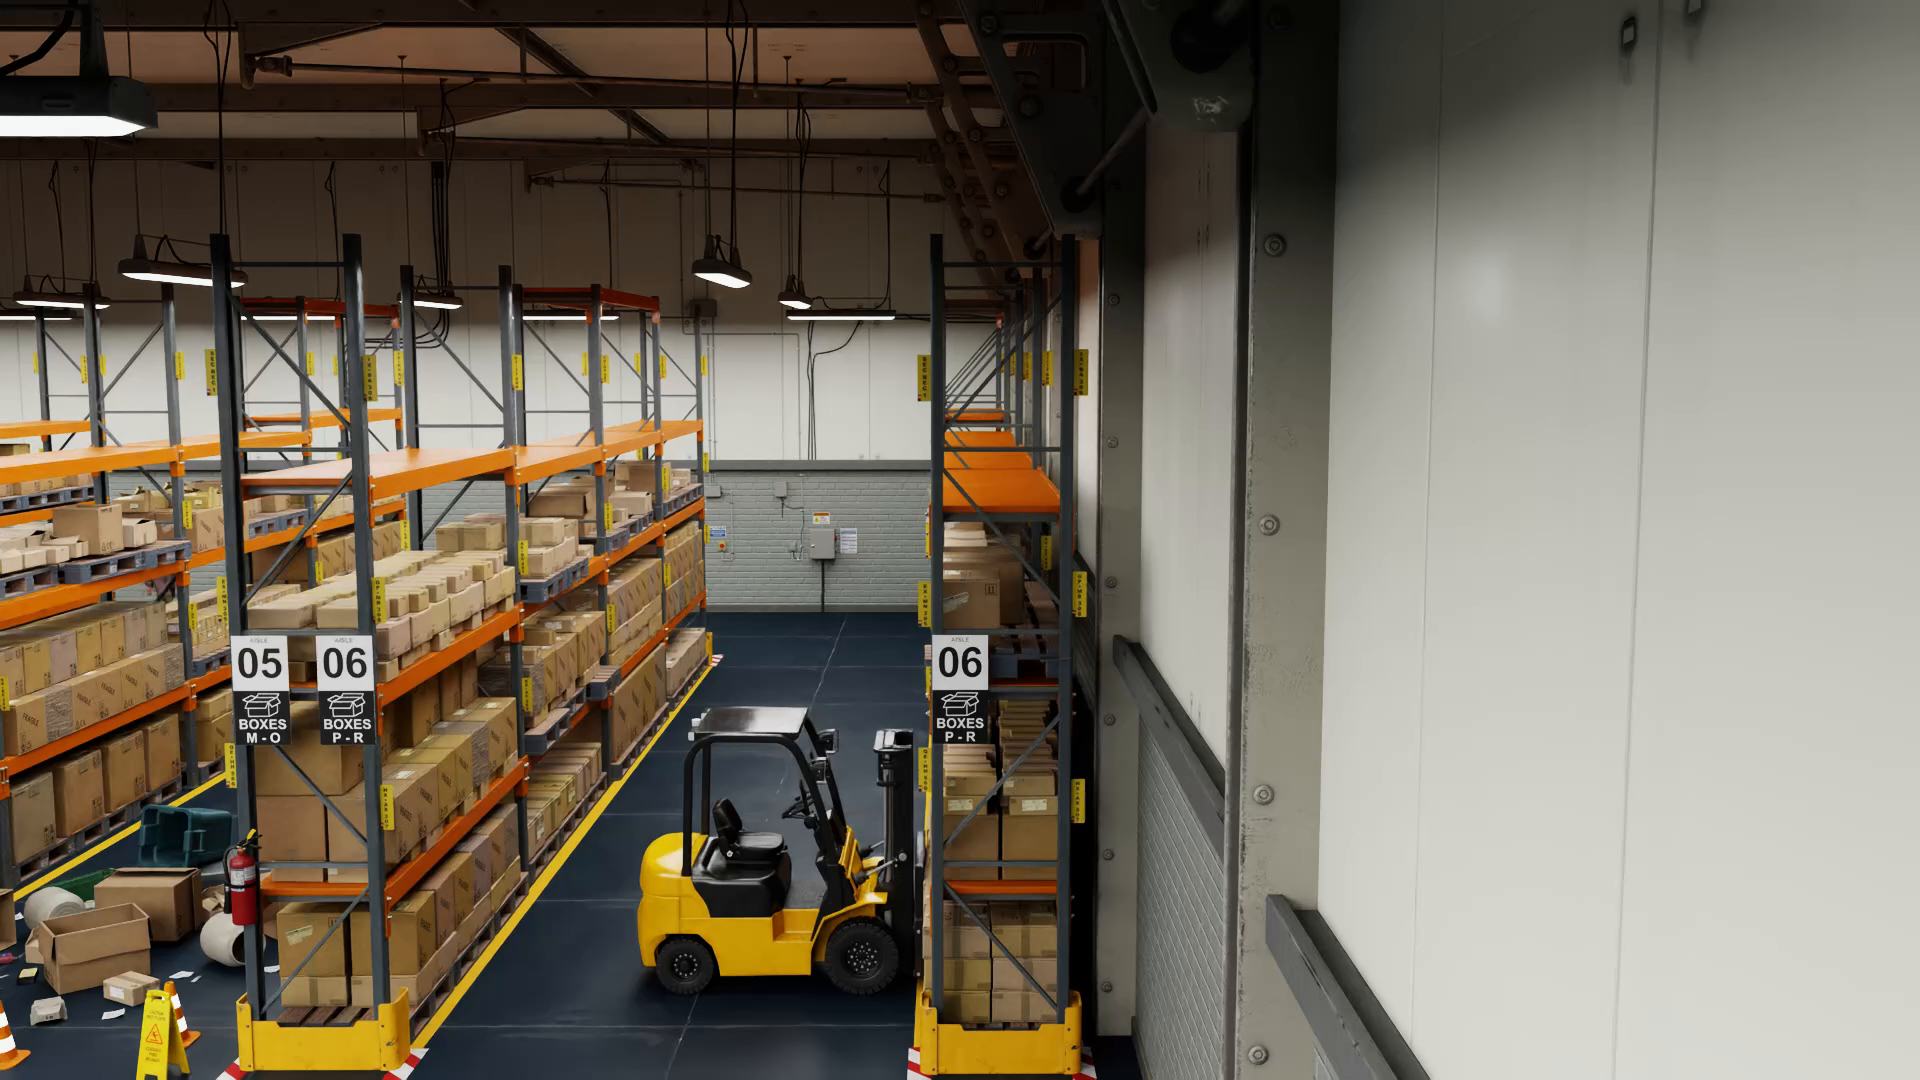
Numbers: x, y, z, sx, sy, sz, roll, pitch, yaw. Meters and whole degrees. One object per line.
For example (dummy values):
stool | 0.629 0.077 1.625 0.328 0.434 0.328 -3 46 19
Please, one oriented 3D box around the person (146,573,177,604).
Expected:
person | -14.950 0.843 31.246 1.062 1.743 0.591 3 7 25
